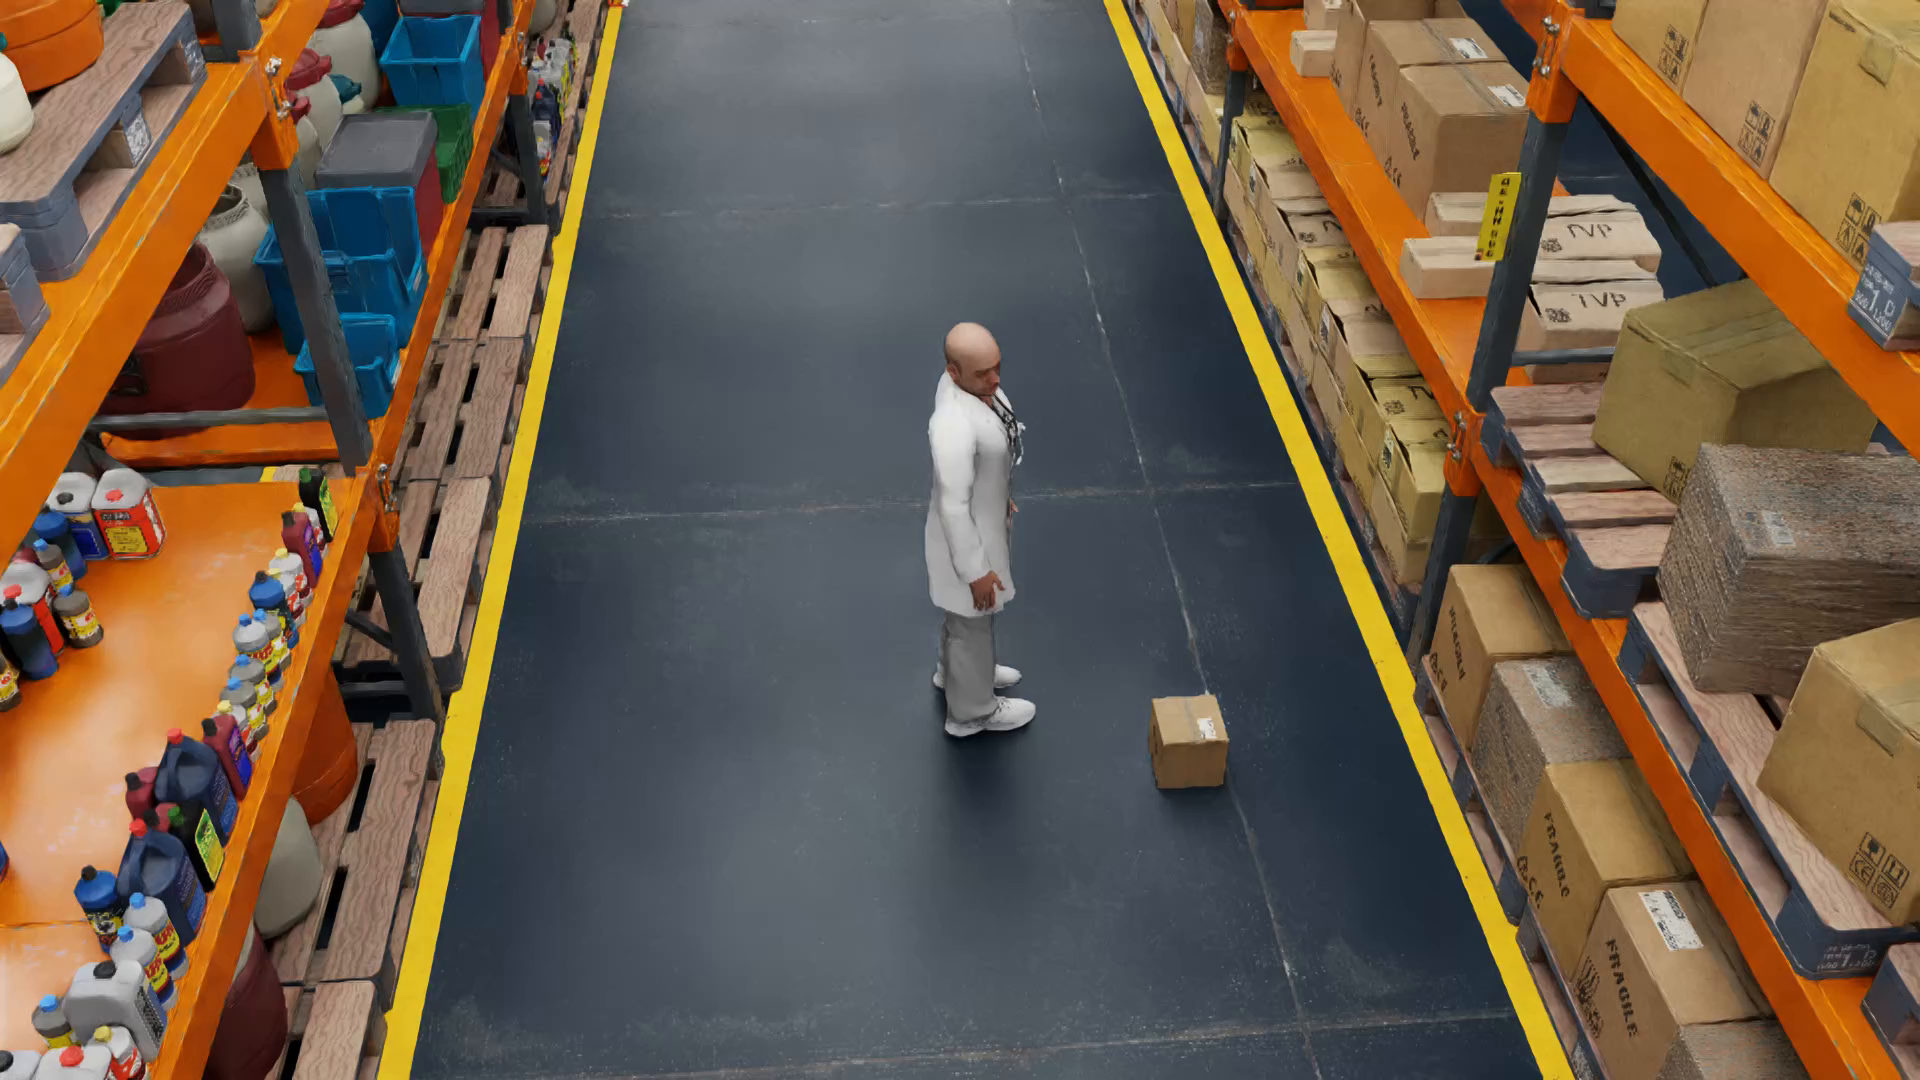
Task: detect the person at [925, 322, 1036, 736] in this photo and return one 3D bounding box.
[{"bbox_3d":[0.090,-0.006,6.163,0.433,1.826,0.637,4,39,4],"label":"person"}]
